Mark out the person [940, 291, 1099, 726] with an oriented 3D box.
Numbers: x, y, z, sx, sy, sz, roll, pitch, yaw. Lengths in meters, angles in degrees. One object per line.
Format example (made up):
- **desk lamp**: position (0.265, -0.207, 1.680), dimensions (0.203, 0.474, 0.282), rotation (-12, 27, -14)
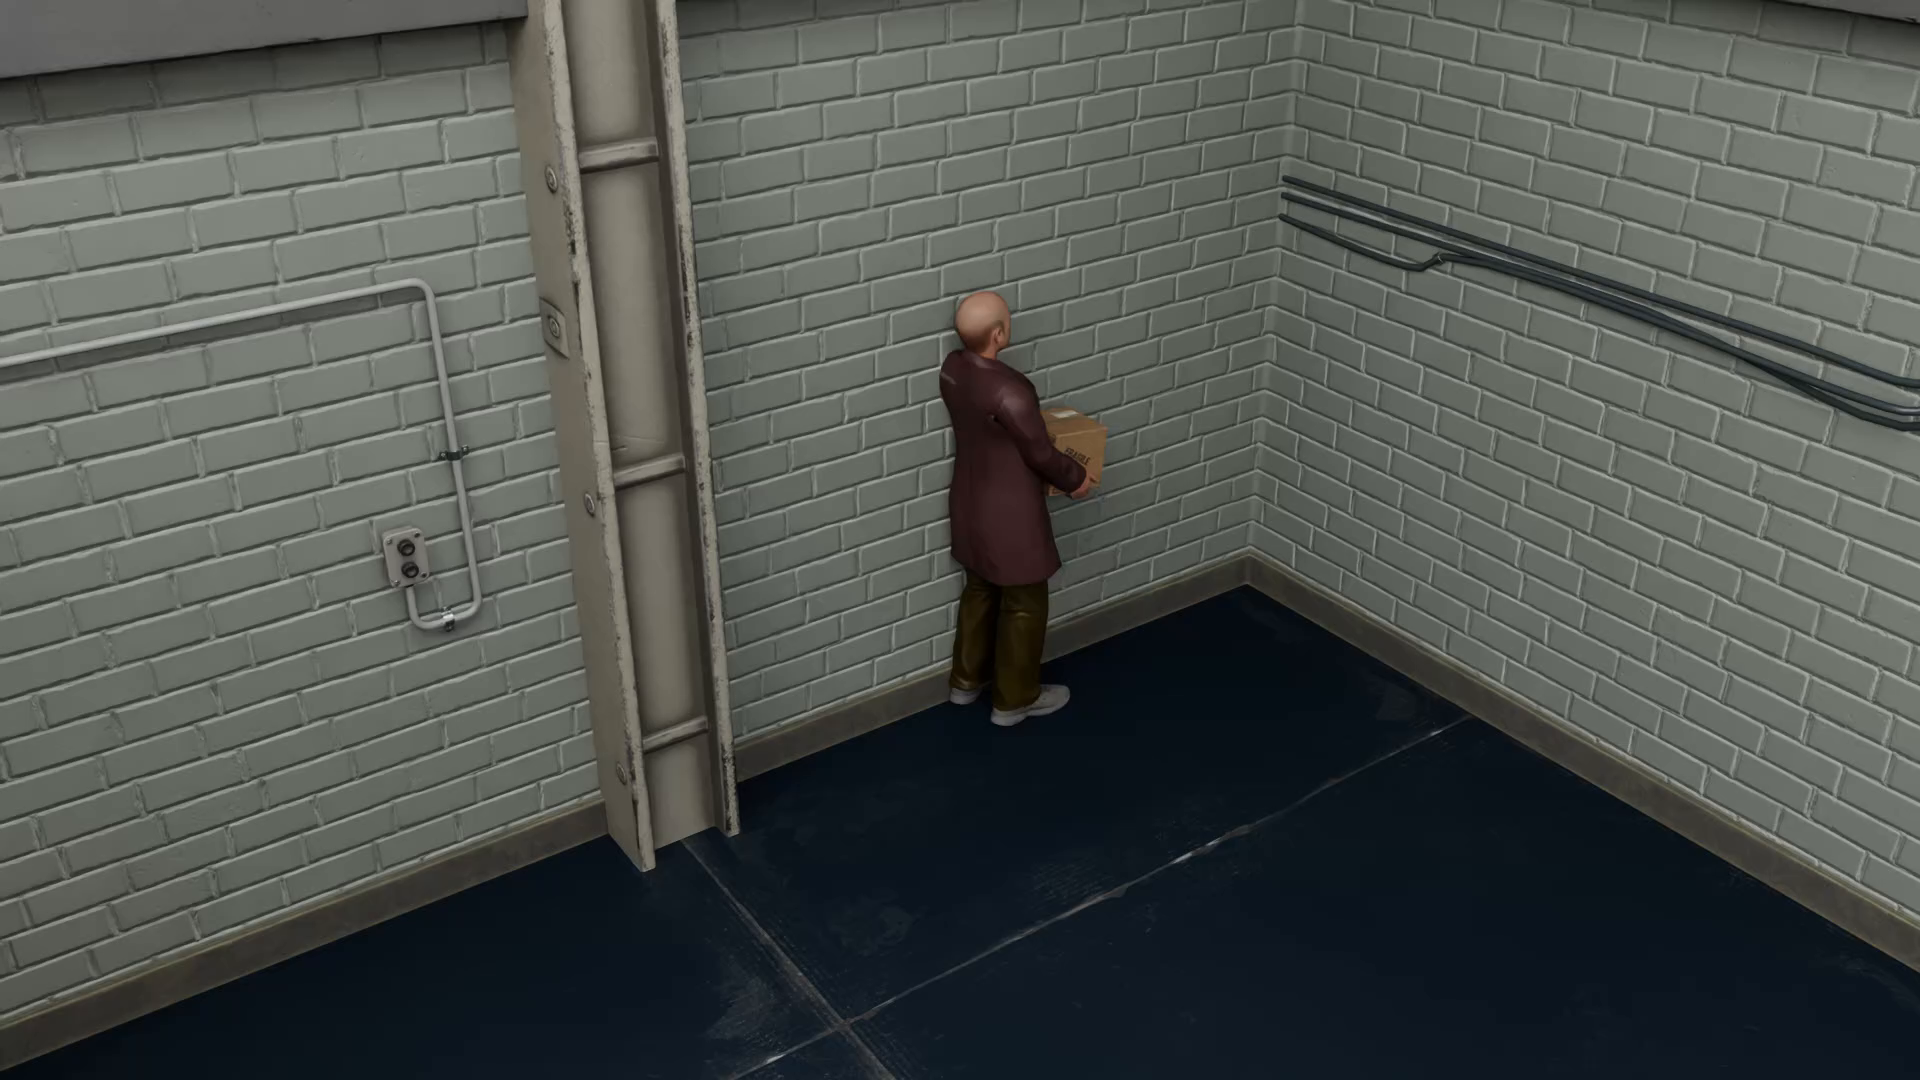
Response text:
- **person**: position (0.225, -0.138, 6.402), dimensions (0.552, 1.772, 0.529), rotation (-18, 33, -30)
